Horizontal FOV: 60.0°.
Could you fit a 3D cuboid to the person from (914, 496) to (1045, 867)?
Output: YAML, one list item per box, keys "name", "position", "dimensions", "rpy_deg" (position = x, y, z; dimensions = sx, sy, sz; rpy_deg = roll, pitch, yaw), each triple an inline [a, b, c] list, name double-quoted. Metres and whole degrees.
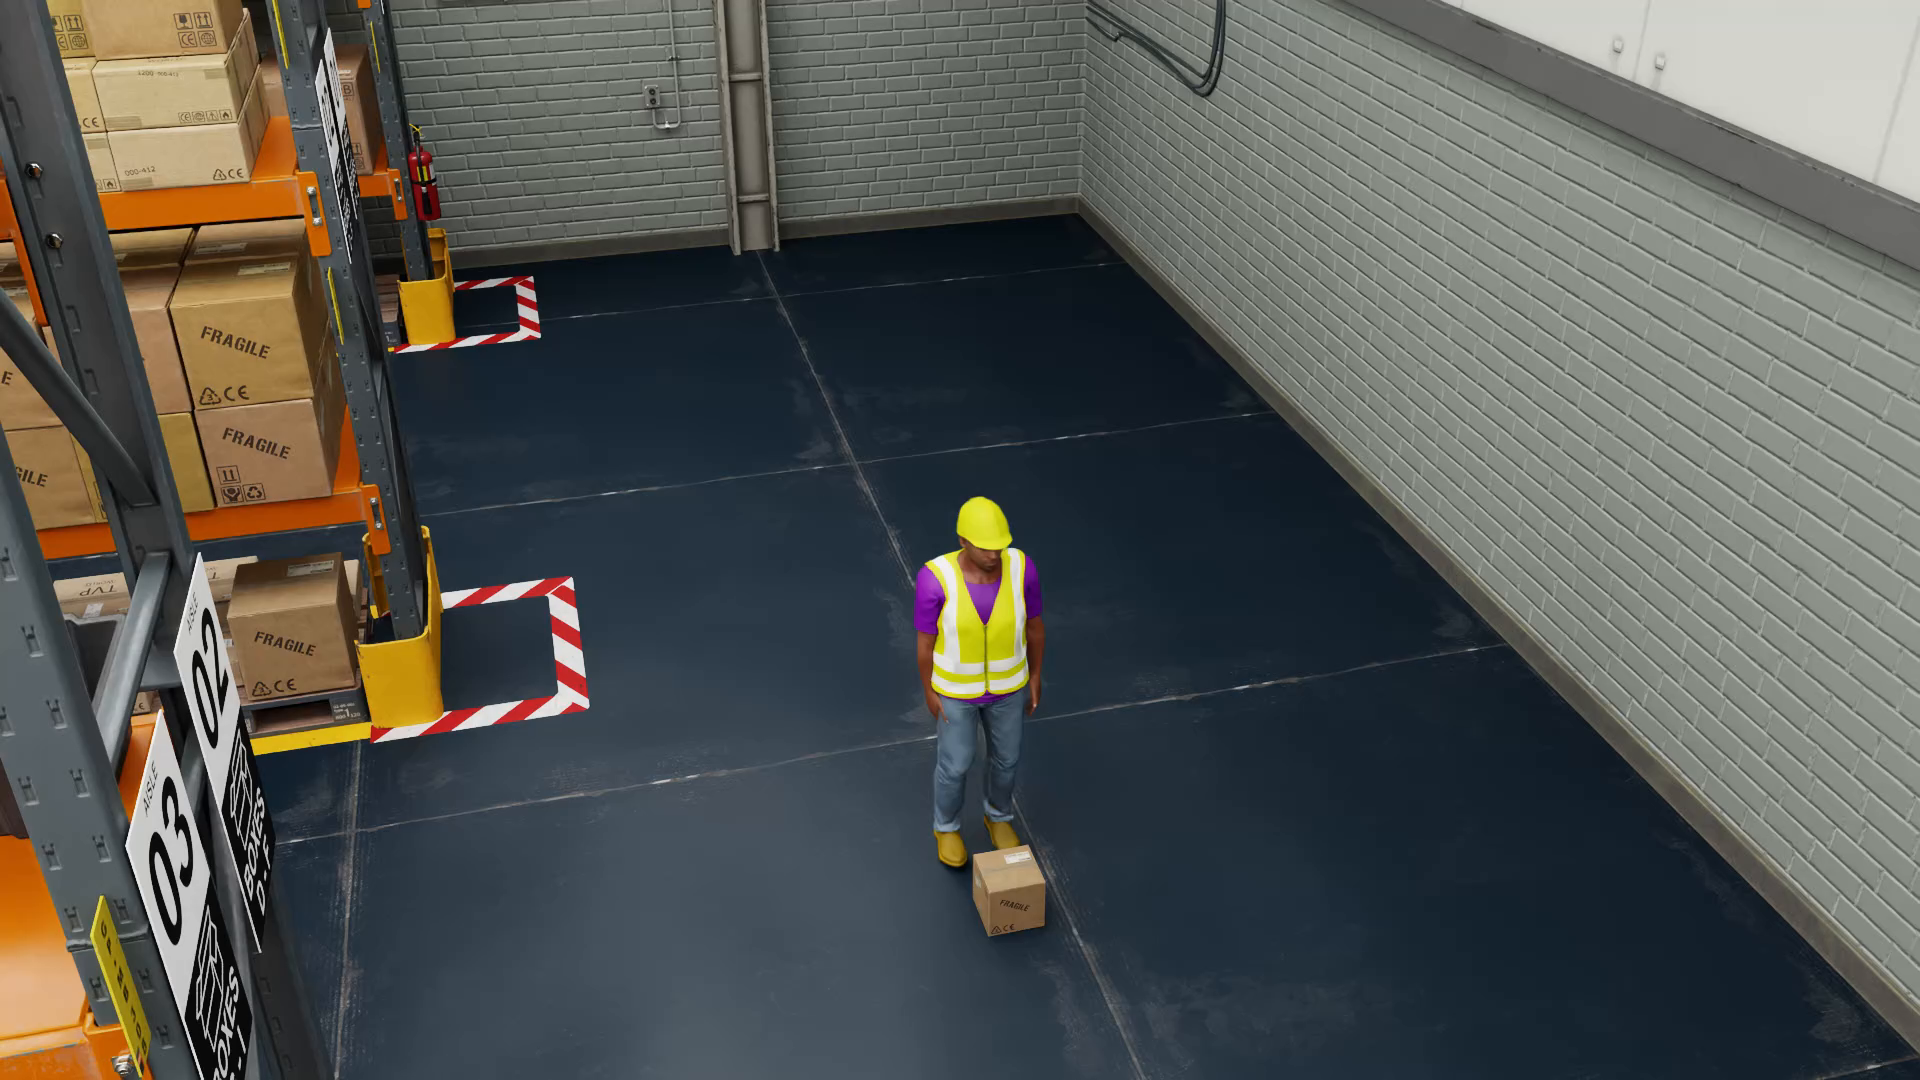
- name: "person"
  position: [0.093, 0.616, 7.169]
  dimensions: [0.565, 1.773, 0.369]
  rpy_deg: [-7, 31, -12]
